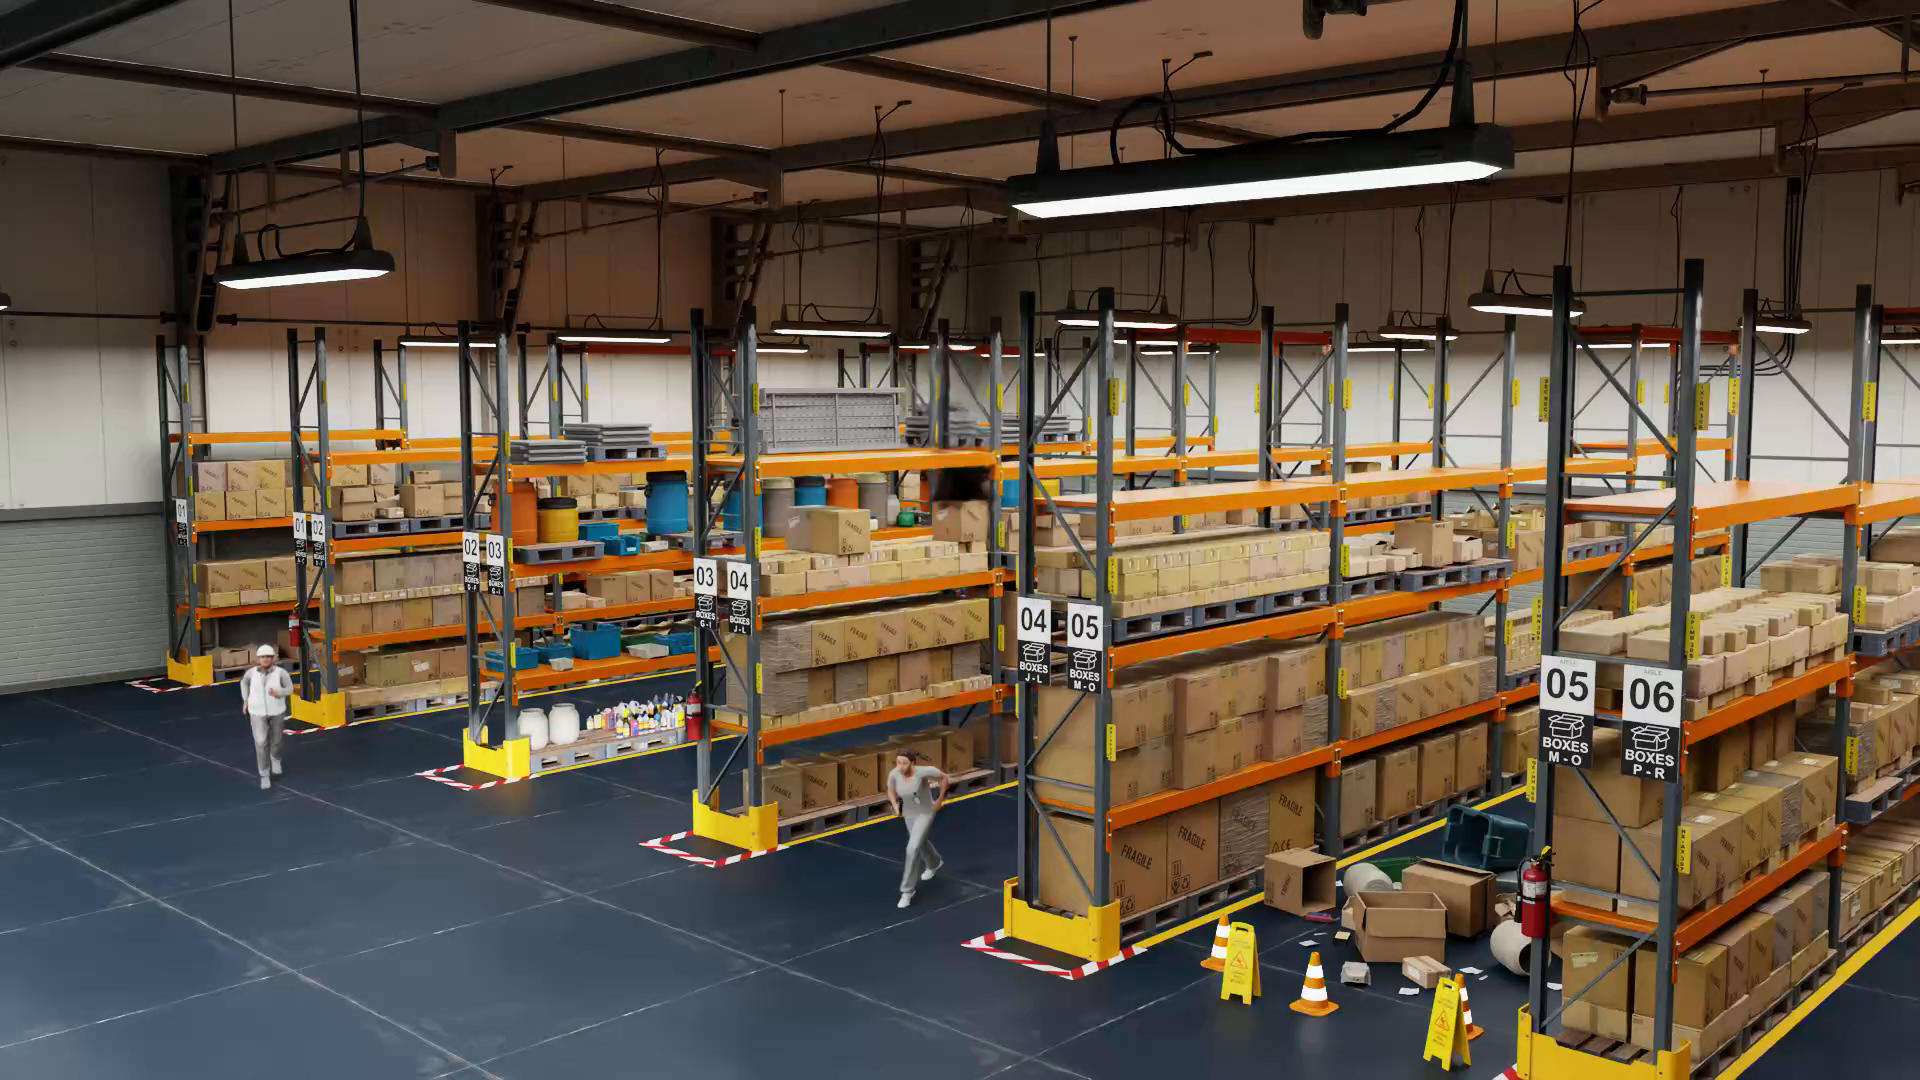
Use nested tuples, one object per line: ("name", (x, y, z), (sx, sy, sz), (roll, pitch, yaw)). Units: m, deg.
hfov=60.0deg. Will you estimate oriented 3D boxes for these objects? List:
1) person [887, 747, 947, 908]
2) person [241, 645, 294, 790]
("person", (-0.385, 2.823, 16.792), (0.606, 1.626, 0.963), (2, 6, 21))
("person", (-8.940, 2.243, 21.495), (0.636, 1.802, 0.911), (-2, 6, -22))
